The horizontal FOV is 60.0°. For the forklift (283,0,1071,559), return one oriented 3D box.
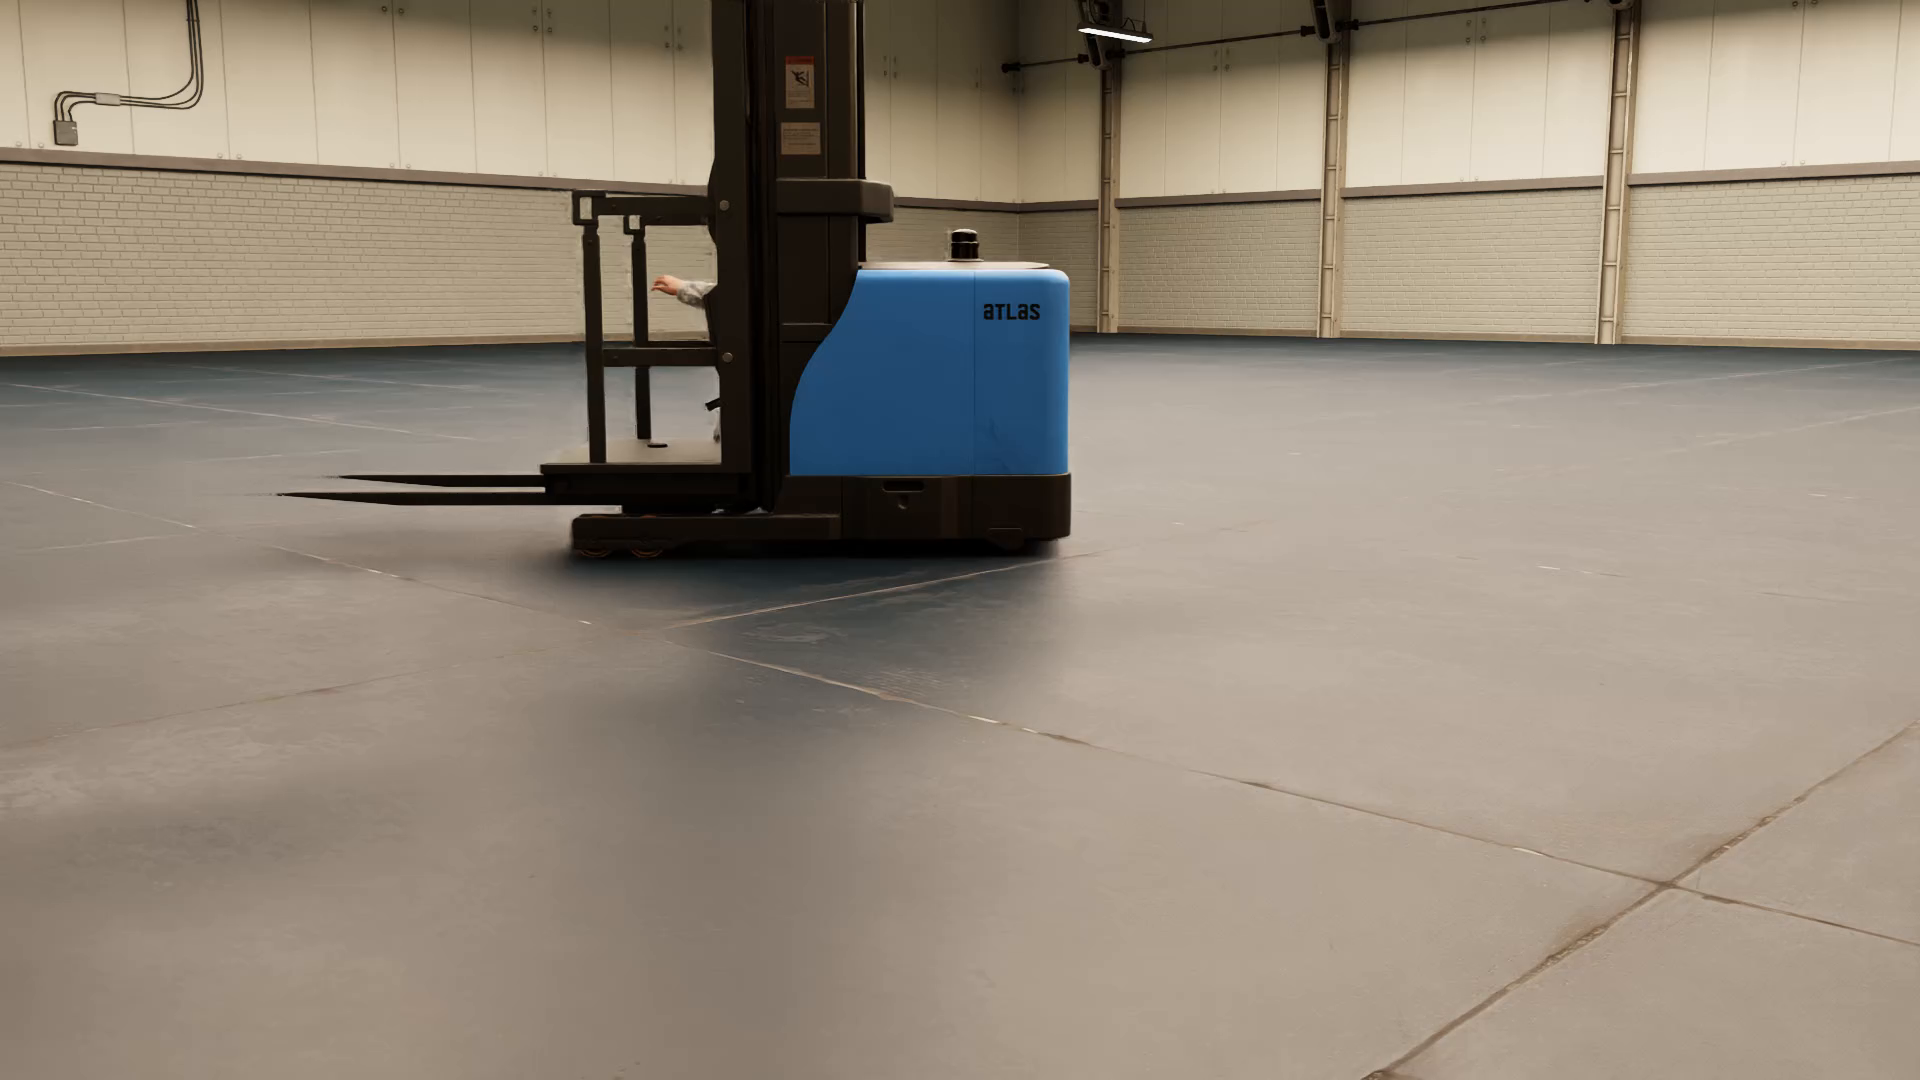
[{"bbox_3d":[-1.098,-1.459,6.560,3.031,2.935,1.130,0,9,-1],"label":"forklift"}]

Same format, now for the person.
[{"bbox_3d":[-0.938,-0.867,7.247,1.077,1.402,0.977,7,11,37],"label":"person"}]
